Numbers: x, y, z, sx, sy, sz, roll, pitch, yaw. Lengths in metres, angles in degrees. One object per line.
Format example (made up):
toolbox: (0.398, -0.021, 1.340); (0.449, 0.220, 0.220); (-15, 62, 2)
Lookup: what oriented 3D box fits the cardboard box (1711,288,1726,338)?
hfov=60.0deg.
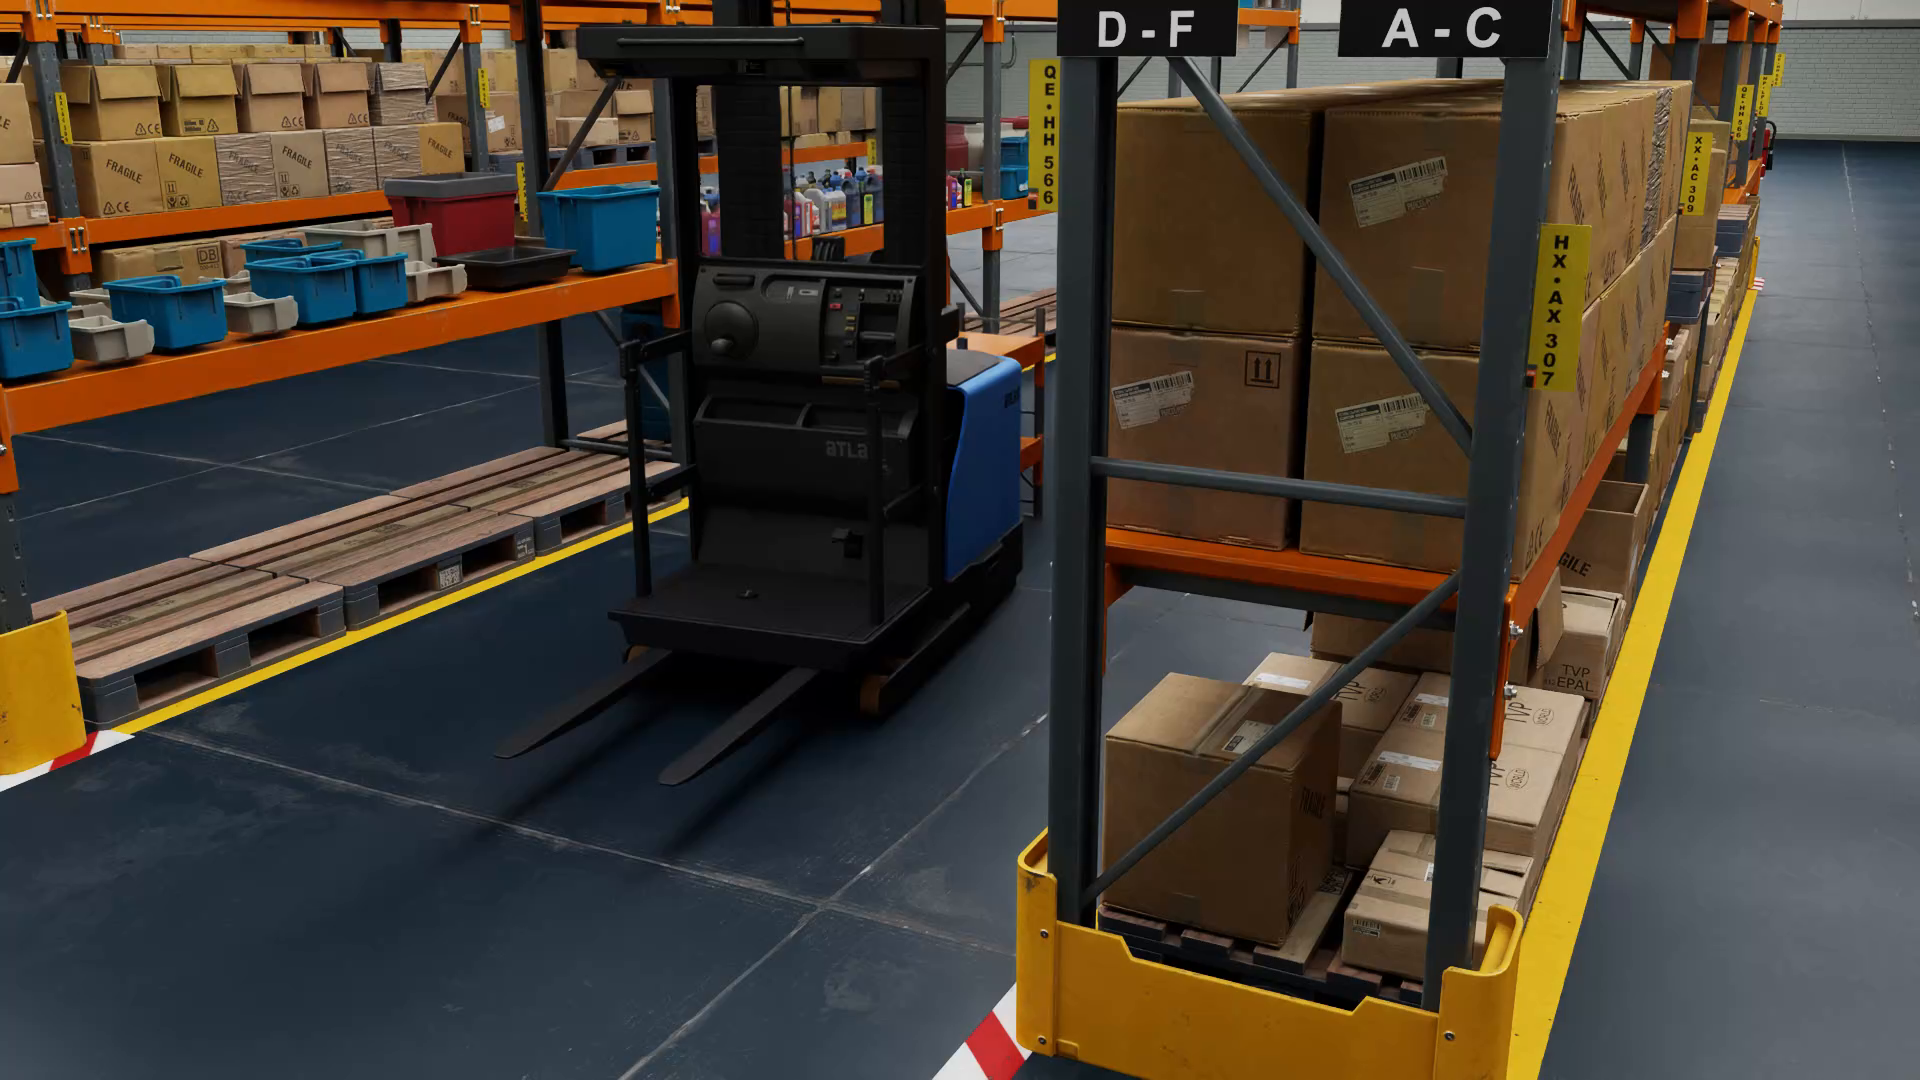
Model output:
cardboard box: (5.214, -1.659, 11.949); (0.500, 0.311, 0.500); (8, 18, 24)

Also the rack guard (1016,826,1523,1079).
rack guard: (0.720, 1.070, 4.044); (1.175, 0.500, 0.348); (8, 18, 25)

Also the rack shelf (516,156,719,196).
rack shelf: (-3.707, -3.573, 16.548); (1.077, 0.370, 4.000); (8, 18, 25)

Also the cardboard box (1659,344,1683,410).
cardboard box: (3.354, -0.847, 8.408); (0.500, 0.250, 0.500); (8, 18, 25)

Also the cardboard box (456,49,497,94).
cardboard box: (-6.503, -6.038, 21.424); (0.875, 0.550, 0.550); (8, 18, 25)

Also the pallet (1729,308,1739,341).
pallet: (6.441, -2.026, 14.975); (1.003, 0.211, 1.213); (8, 18, 25)

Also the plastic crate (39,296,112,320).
plastic crate: (-3.542, -0.873, 6.554); (0.396, 0.136, 0.243); (8, 18, 25)

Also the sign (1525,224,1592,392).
sign: (1.171, -0.455, 3.267); (0.100, 0.325, 0.005); (8, 18, 25)

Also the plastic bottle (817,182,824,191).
plastic bottle: (-0.994, -2.436, 11.805); (0.097, 0.201, 0.097); (0, 17, 0)

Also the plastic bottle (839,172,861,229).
plastic bottle: (-0.730, -2.189, 10.714); (0.144, 0.351, 0.185); (8, 18, 25)

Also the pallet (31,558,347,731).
pallet: (-3.341, 0.392, 6.835); (1.003, 0.211, 1.213); (8, 18, 25)

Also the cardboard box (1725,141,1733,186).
cardboard box: (6.240, -3.327, 14.283); (0.700, 0.500, 0.500); (8, 18, 24)

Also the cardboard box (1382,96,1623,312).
cardboard box: (1.347, -0.850, 4.185); (0.500, 0.500, 0.500); (8, 18, 26)

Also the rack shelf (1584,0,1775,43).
rack shelf: (5.154, -3.749, 11.874); (1.077, 0.370, 4.000); (8, 18, 25)

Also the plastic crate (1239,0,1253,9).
plastic crate: (2.823, -5.722, 17.280); (0.392, 0.384, 0.575); (8, 18, 25)

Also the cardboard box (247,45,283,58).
cardboard box: (-10.293, -6.947, 24.193); (0.700, 0.500, 0.500); (8, 18, 25)

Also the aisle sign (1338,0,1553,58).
aisle sign: (0.918, -1.300, 3.068); (0.394, 0.787, 0.004); (8, 18, 25)

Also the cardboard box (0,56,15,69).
cardboard box: (-12.081, -5.994, 20.862); (0.380, 0.149, 0.250); (7, 18, 23)

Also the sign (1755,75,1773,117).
sign: (6.538, -3.616, 13.536); (0.100, 0.325, 0.005); (8, 18, 25)

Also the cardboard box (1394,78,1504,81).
cardboard box: (2.011, -1.571, 6.613); (0.500, 0.500, 0.500); (9, 19, 27)

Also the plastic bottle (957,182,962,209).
plastic bottle: (-0.036, -2.498, 12.016); (0.097, 0.201, 0.097); (0, 17, 0)

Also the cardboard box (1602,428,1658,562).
cardboard box: (2.907, -0.233, 7.657); (0.500, 0.500, 0.500); (7, 18, 23)

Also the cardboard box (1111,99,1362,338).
cardboard box: (0.639, -0.785, 3.966); (0.500, 0.500, 0.500); (8, 18, 25)

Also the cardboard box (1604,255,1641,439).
cardboard box: (1.797, -0.623, 5.178); (0.500, 0.500, 0.500); (8, 18, 26)

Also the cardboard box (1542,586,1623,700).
cardboard box: (2.137, 0.322, 6.120); (0.500, 0.311, 0.500); (8, 18, 25)

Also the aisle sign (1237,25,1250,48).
aisle sign: (3.176, -6.117, 19.286); (0.394, 0.787, 0.004); (8, 18, 25)

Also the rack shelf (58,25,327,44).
rack shelf: (-10.785, -7.290, 23.796); (1.077, 0.370, 4.000); (8, 18, 25)

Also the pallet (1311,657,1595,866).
pallet: (1.621, 0.696, 5.812); (1.003, 0.211, 1.213); (8, 18, 25)

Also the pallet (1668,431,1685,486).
pallet: (3.893, -0.625, 10.256); (1.003, 0.211, 1.213); (8, 18, 25)

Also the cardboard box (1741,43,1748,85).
cardboard box: (6.465, -4.078, 14.532); (0.700, 0.500, 0.500); (8, 18, 25)

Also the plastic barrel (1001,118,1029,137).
plastic barrel: (0.473, -3.349, 14.293); (0.433, 0.535, 0.433); (0, 17, 0)

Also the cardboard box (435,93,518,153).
cardboard box: (-4.395, -3.800, 15.136); (0.500, 0.500, 0.500); (6, 17, 19)

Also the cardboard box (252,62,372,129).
cardboard box: (-5.235, -3.587, 13.395); (0.797, 0.503, 0.637); (9, 19, 27)

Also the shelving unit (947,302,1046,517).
shelving unit: (0.005, -0.560, 8.435); (0.538, 1.125, 1.048); (7, 18, 23)

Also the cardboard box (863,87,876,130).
cardboard box: (-1.412, -5.357, 20.594); (0.875, 0.500, 0.500); (8, 18, 25)

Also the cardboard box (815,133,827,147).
cardboard box: (-1.789, -4.707, 19.544); (0.380, 0.149, 0.250); (8, 18, 25)

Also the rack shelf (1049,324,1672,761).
rack shelf: (1.579, -0.273, 5.440); (1.077, 0.370, 4.000); (8, 18, 25)

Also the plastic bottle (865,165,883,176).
plastic bottle: (-0.652, -2.649, 12.393); (0.152, 0.276, 0.135); (8, 18, 25)

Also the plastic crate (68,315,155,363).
plastic crate: (-3.122, -0.735, 6.087); (0.250, 0.136, 0.298); (8, 18, 25)

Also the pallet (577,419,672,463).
pallet: (-1.575, -0.613, 10.219); (1.003, 0.211, 1.213); (8, 18, 25)

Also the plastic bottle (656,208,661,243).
plastic bottle: (-1.786, -1.887, 9.959); (0.097, 0.201, 0.097); (0, 17, 0)

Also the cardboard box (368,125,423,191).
cardboard box: (-4.827, -3.172, 13.761); (0.500, 0.500, 0.500); (8, 18, 25)

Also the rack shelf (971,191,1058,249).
rack shelf: (0.724, -2.942, 14.426); (1.077, 0.370, 4.000); (8, 18, 25)

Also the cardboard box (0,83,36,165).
cardboard box: (-6.354, -2.668, 10.663); (0.500, 0.500, 0.500); (9, 19, 27)

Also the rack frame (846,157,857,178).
rack frame: (-1.025, -5.446, 21.591); (1.000, 3.000, 0.127); (8, 18, 25)

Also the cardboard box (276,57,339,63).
cardboard box: (-7.650, -5.352, 19.345); (0.700, 0.500, 0.500); (8, 18, 24)

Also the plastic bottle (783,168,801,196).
plastic bottle: (-1.150, -2.307, 11.108); (0.144, 0.351, 0.185); (8, 18, 25)

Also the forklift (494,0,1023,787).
forklift: (-0.685, -0.866, 6.293); (1.130, 2.935, 3.031); (6, 18, 19)

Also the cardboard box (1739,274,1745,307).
cardboard box: (6.754, -2.255, 14.940); (0.500, 0.250, 0.500); (8, 18, 25)

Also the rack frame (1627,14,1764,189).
rack frame: (6.048, -3.166, 13.914); (1.000, 3.000, 0.127); (8, 18, 25)

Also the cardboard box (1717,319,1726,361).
cardboard box: (5.437, -1.518, 12.458); (0.500, 0.250, 0.500); (9, 19, 26)

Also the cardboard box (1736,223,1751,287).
cardboard box: (6.535, -2.486, 14.402); (0.500, 0.500, 0.500); (8, 18, 25)

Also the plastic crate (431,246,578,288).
plastic crate: (-2.216, -1.337, 8.134); (0.437, 0.125, 0.590); (8, 18, 25)

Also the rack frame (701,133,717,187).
rack frame: (-2.813, -4.427, 18.160); (1.000, 3.000, 0.127); (8, 18, 25)
